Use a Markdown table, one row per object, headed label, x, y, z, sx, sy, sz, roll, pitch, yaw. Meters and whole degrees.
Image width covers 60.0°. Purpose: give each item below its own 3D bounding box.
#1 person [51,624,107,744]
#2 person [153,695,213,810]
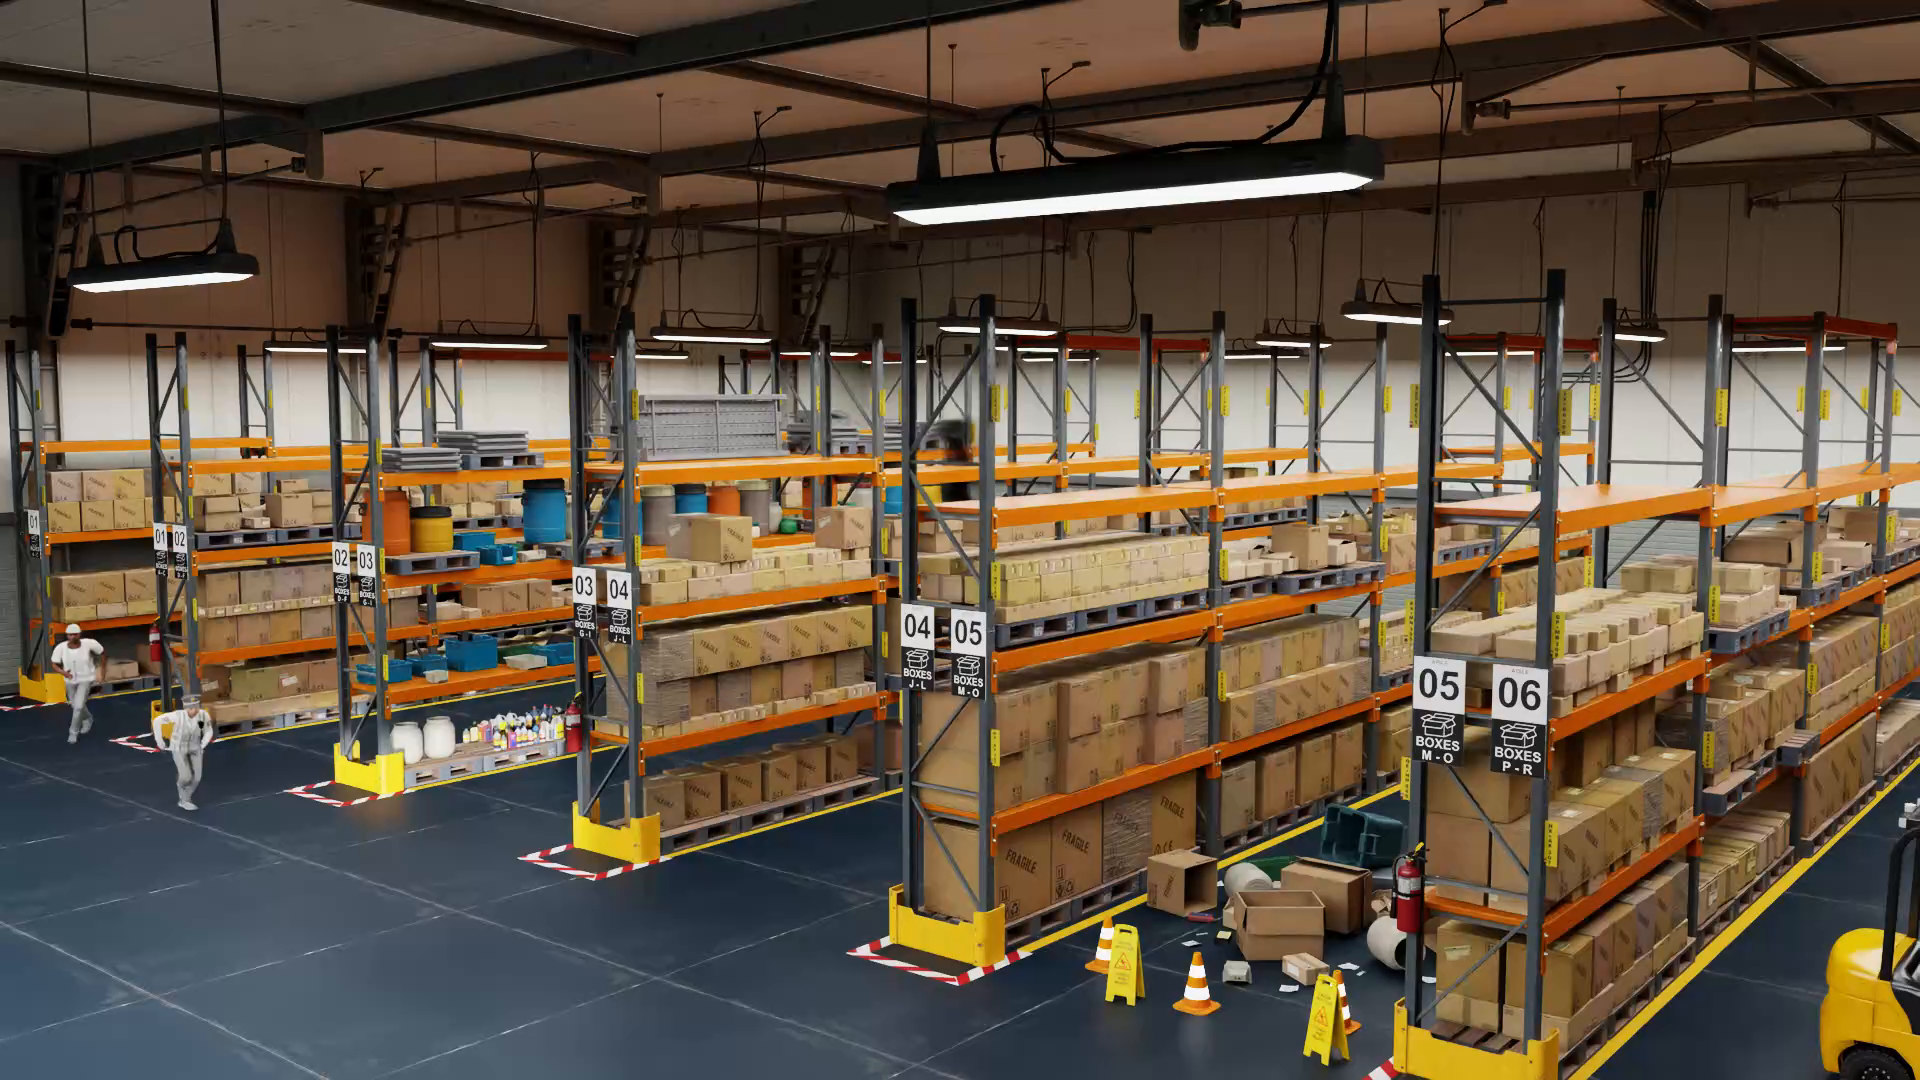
| label | x | y | z | sx | sy | sz | roll | pitch | yaw |
| --- | --- | --- | --- | --- | --- | --- | --- | --- | --- |
| person | -13.045 | 2.085 | 24.696 | 0.694 | 1.756 | 0.786 | -1 | 5 | -6 |
| person | -9.453 | 2.601 | 20.273 | 0.650 | 1.489 | 0.756 | -4 | 7 | -38 |
